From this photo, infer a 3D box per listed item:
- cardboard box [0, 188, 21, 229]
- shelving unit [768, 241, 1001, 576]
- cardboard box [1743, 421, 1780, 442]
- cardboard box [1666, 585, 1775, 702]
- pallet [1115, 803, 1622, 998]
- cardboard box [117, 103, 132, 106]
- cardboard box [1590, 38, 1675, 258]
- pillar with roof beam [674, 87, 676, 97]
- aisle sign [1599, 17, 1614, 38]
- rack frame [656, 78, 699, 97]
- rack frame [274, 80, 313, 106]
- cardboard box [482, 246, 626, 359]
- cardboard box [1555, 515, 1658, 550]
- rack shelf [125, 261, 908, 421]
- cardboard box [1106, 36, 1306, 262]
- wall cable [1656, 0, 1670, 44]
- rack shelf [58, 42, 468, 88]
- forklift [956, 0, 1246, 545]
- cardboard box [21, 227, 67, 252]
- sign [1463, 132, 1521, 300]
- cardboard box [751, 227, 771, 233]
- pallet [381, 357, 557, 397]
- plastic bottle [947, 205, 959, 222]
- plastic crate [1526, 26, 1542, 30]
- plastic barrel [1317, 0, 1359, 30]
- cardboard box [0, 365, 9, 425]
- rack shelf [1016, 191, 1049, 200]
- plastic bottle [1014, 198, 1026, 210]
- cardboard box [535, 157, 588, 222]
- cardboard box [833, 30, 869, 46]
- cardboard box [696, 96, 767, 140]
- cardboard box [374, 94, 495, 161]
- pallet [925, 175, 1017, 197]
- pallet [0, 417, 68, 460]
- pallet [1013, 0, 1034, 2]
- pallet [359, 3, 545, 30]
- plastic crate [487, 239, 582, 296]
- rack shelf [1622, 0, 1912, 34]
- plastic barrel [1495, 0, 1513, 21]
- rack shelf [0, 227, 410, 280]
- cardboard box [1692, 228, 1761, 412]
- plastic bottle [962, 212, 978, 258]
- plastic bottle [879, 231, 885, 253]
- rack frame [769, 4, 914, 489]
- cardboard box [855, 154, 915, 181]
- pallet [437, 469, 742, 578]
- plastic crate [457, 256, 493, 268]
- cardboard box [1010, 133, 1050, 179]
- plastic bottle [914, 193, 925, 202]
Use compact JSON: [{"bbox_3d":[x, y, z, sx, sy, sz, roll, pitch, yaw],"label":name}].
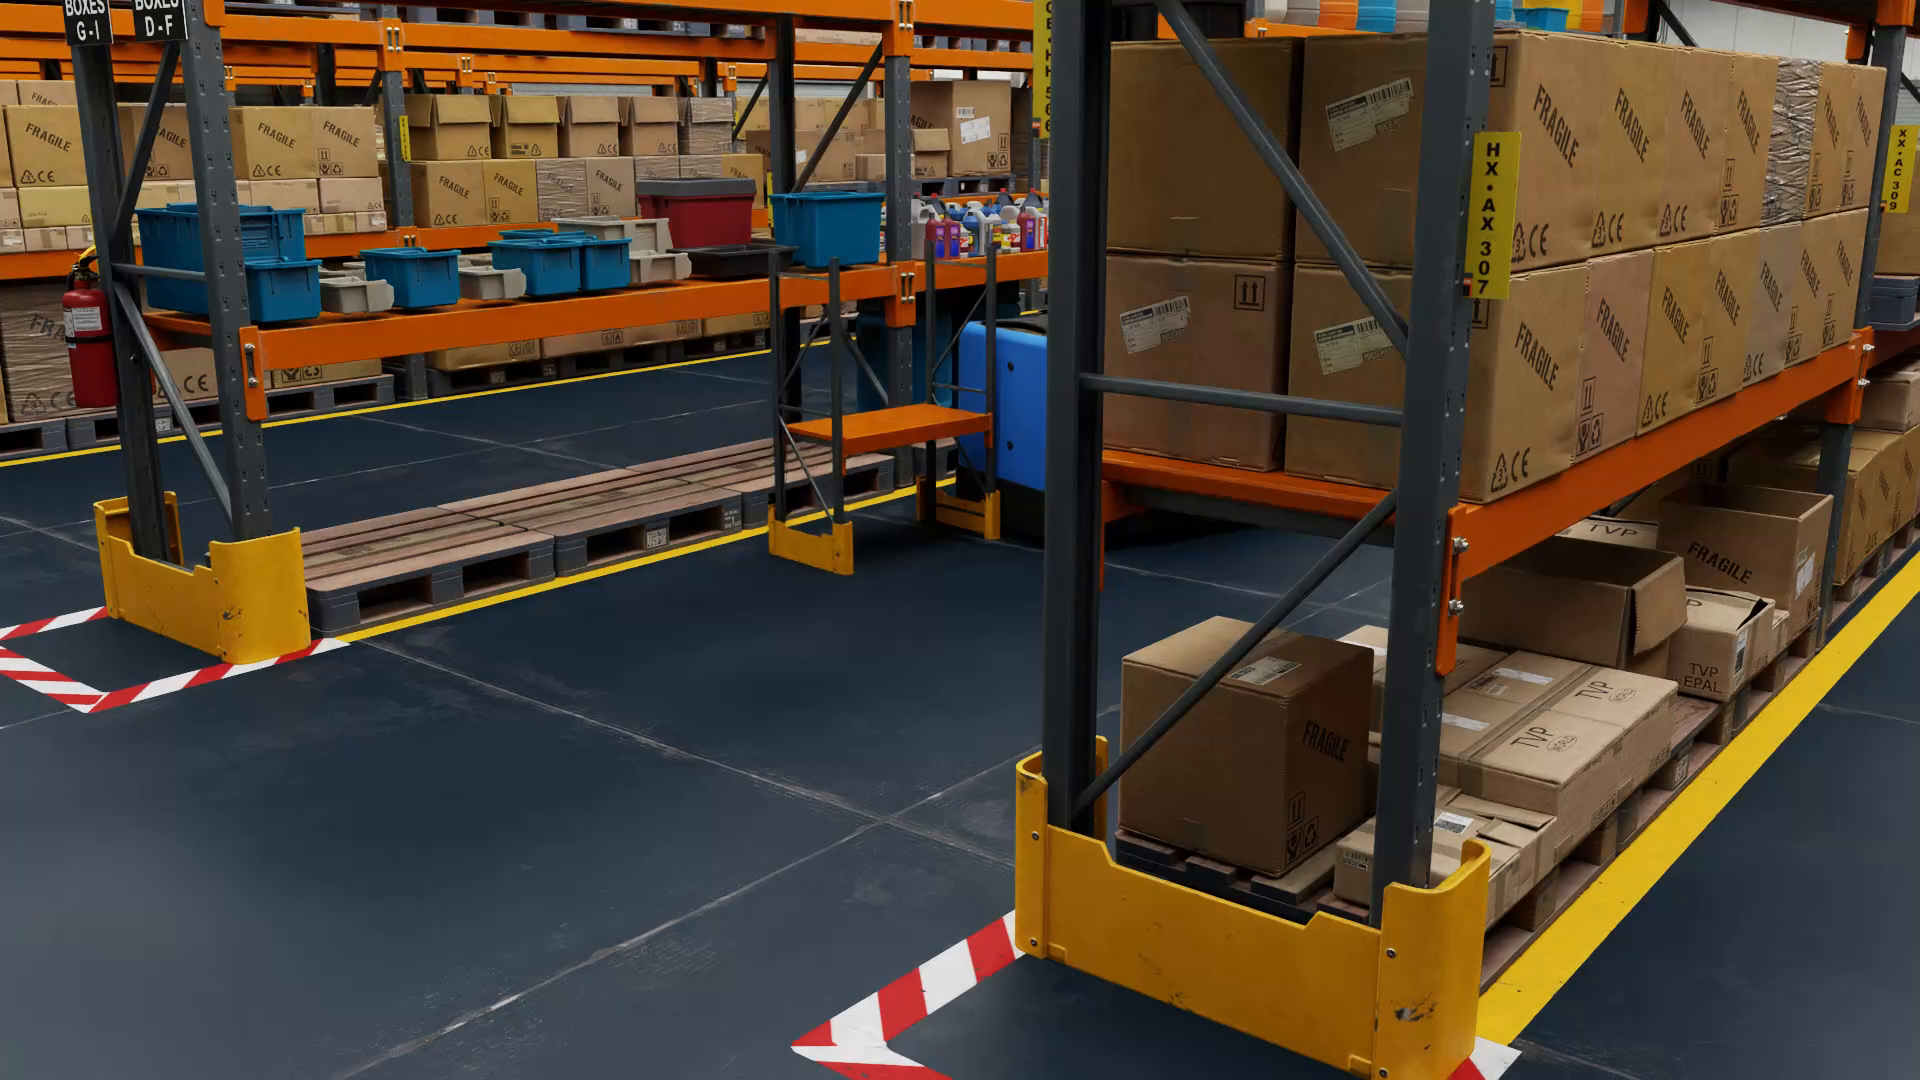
[{"bbox_3d":[-6.237,-2.066,10.362,0.500,0.250,0.500,11,18,37],"label":"cardboard box"},{"bbox_3d":[-0.374,-0.698,8.325,1.083,1.500,0.587,-13,19,-42],"label":"shelving unit"},{"bbox_3d":[3.552,-0.310,7.933,0.500,0.500,0.500,11,18,38],"label":"cardboard box"},{"bbox_3d":[2.538,0.311,5.874,0.500,0.311,0.500,11,18,38],"label":"cardboard box"},{"bbox_3d":[1.181,0.875,4.752,1.003,0.211,1.213,11,18,38],"label":"pallet"},{"bbox_3d":[-10.505,-5.109,20.408,0.500,0.500,0.500,11,18,38],"label":"cardboard box"},{"bbox_3d":[1.440,-0.988,4.187,0.500,0.500,0.500,11,18,38],"label":"cardboard box"},{"bbox_3d":[-2.604,-10.605,32.092,9.100,9.000,0.400,11,18,38],"label":"pillar with roof beam"},{"bbox_3d":[7.115,-5.369,18.385,0.394,0.787,0.004,11,18,38],"label":"aisle sign"},{"bbox_3d":[-4.722,-6.441,27.885,1.000,3.000,0.127,11,18,38],"label":"rack frame"},{"bbox_3d":[-11.099,-6.442,27.891,1.000,3.000,0.127,11,18,38],"label":"rack frame"},{"bbox_3d":[-3.608,-2.080,14.181,1.225,0.875,0.875,10,18,36],"label":"cardboard box"},{"bbox_3d":[2.715,0.061,6.857,0.500,0.311,0.500,11,18,38],"label":"cardboard box"},{"bbox_3d":[-1.960,-1.111,8.366,1.077,0.370,4.000,11,18,38],"label":"rack shelf"},{"bbox_3d":[0.699,-0.970,4.117,0.500,0.500,0.500,11,18,37],"label":"cardboard box"},{"bbox_3d":[19.386,-16.403,48.009,2.305,6.003,0.169,11,18,38],"label":"wall cable"},{"bbox_3d":[-7.093,-4.884,17.127,1.077,0.370,4.000,11,18,38],"label":"rack shelf"},{"bbox_3d":[1.496,-1.632,9.095,3.031,2.935,1.130,-9,17,-31],"label":"forklift"},{"bbox_3d":[-5.946,-1.936,10.660,0.380,0.149,0.250,11,18,36],"label":"cardboard box"},{"bbox_3d":[1.055,-0.645,3.313,0.100,0.325,0.005,11,18,38],"label":"sign"},{"bbox_3d":[-2.872,-4.212,22.572,0.875,0.875,0.875,12,18,38],"label":"cardboard box"},{"bbox_3d":[-4.129,-1.417,13.773,1.003,0.211,1.213,11,18,38],"label":"pallet"},{"bbox_3d":[-0.052,-2.057,10.889,0.097,0.271,0.097,0,14,0],"label":"plastic bottle"},{"bbox_3d":[5.528,-4.986,16.496,0.336,0.188,0.450,11,18,38],"label":"plastic crate"},{"bbox_3d":[2.907,-4.520,13.358,0.600,0.830,0.708,11,18,38],"label":"plastic barrel"},{"bbox_3d":[-6.730,-1.152,10.528,0.875,0.875,0.875,11,18,38],"label":"cardboard box"},{"bbox_3d":[1.729,-4.176,20.429,1.077,0.370,4.000,11,18,38],"label":"rack shelf"},{"bbox_3d":[0.416,-2.250,11.641,0.152,0.276,0.135,11,18,38],"label":"plastic bottle"},{"bbox_3d":[-3.442,-2.899,13.741,0.500,0.500,0.500,11,18,36],"label":"cardboard box"},{"bbox_3d":[-1.225,-4.905,16.053,0.500,0.250,0.500,12,18,39],"label":"cardboard box"},{"bbox_3d":[-3.063,-5.590,22.037,0.875,0.550,0.550,11,18,38],"label":"cardboard box"},{"bbox_3d":[-4.161,-3.268,13.153,0.797,0.503,0.637,11,18,36],"label":"cardboard box"},{"bbox_3d":[-0.121,-3.925,18.369,1.003,0.211,1.213,11,18,38],"label":"pallet"},{"bbox_3d":[-6.628,-0.657,10.781,1.003,0.211,1.213,11,18,38],"label":"pallet"},{"bbox_3d":[-0.287,-3.370,10.090,1.213,0.211,1.003,11,18,38],"label":"pallet"},{"bbox_3d":[-4.018,-4.154,13.178,0.805,0.209,1.217,10,18,35],"label":"pallet"},{"bbox_3d":[-1.979,-1.273,7.761,0.416,0.233,0.300,11,18,38],"label":"plastic crate"},{"bbox_3d":[1.890,-1.798,4.976,1.077,0.370,4.000,11,18,38],"label":"rack shelf"},{"bbox_3d":[5.034,-5.449,16.018,0.600,0.901,0.708,11,18,38],"label":"plastic barrel"},{"bbox_3d":[-5.813,-1.878,11.383,1.077,0.370,4.000,11,18,38],"label":"rack shelf"},{"bbox_3d":[2.070,-0.693,5.056,0.500,0.500,0.500,12,18,38],"label":"cardboard box"},{"bbox_3d":[0.062,-1.854,10.090,0.097,0.271,0.097,0,14,0],"label":"plastic bottle"},{"bbox_3d":[-0.524,-1.915,10.471,0.097,0.201,0.097,0,14,0],"label":"plastic bottle"},{"bbox_3d":[-0.703,-1.843,9.785,1.000,3.000,0.127,11,18,38],"label":"rack frame"},{"bbox_3d":[-0.809,-3.792,16.908,0.500,0.250,0.500,11,18,36],"label":"cardboard box"},{"bbox_3d":[-1.902,-0.110,8.627,1.003,0.211,1.213,11,18,38],"label":"pallet"},{"bbox_3d":[-2.325,-1.332,8.189,0.298,0.136,0.250,11,18,38],"label":"plastic crate"},{"bbox_3d":[0.803,-4.411,19.086,0.875,0.500,0.500,11,18,38],"label":"cardboard box"},{"bbox_3d":[-0.264,-2.081,10.823,0.144,0.351,0.185,11,18,38],"label":"plastic bottle"}]
